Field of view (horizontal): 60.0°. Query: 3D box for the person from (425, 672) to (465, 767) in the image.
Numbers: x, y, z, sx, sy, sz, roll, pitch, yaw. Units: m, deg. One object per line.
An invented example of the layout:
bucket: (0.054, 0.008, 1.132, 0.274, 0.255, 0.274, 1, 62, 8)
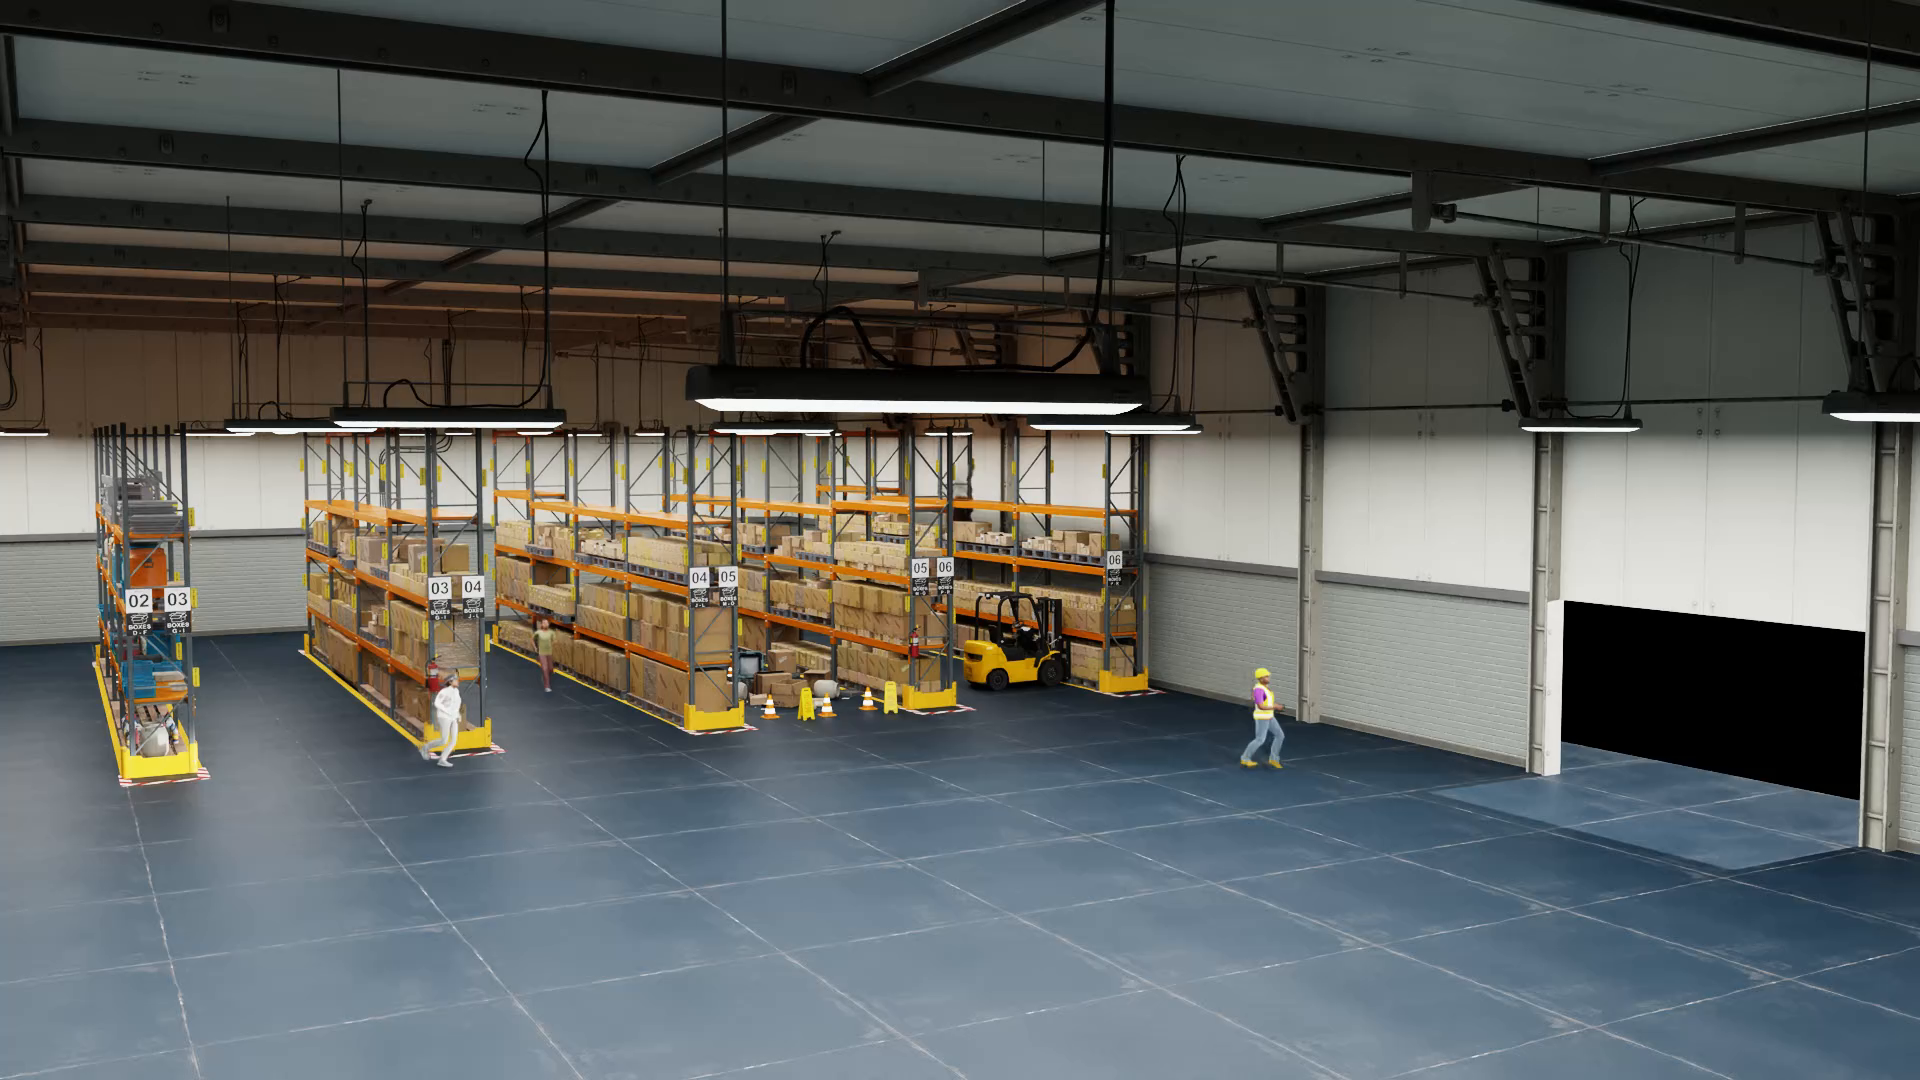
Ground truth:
person: (-9.057, 3.145, 29.360, 0.578, 1.611, 0.663, 1, 4, 18)

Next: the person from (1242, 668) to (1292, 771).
person: (5.331, 3.097, 28.816, 0.847, 1.774, 0.706, 2, 4, 26)

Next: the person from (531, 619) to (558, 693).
person: (-9.407, 2.613, 37.737, 0.589, 1.640, 0.854, -2, 4, -29)
